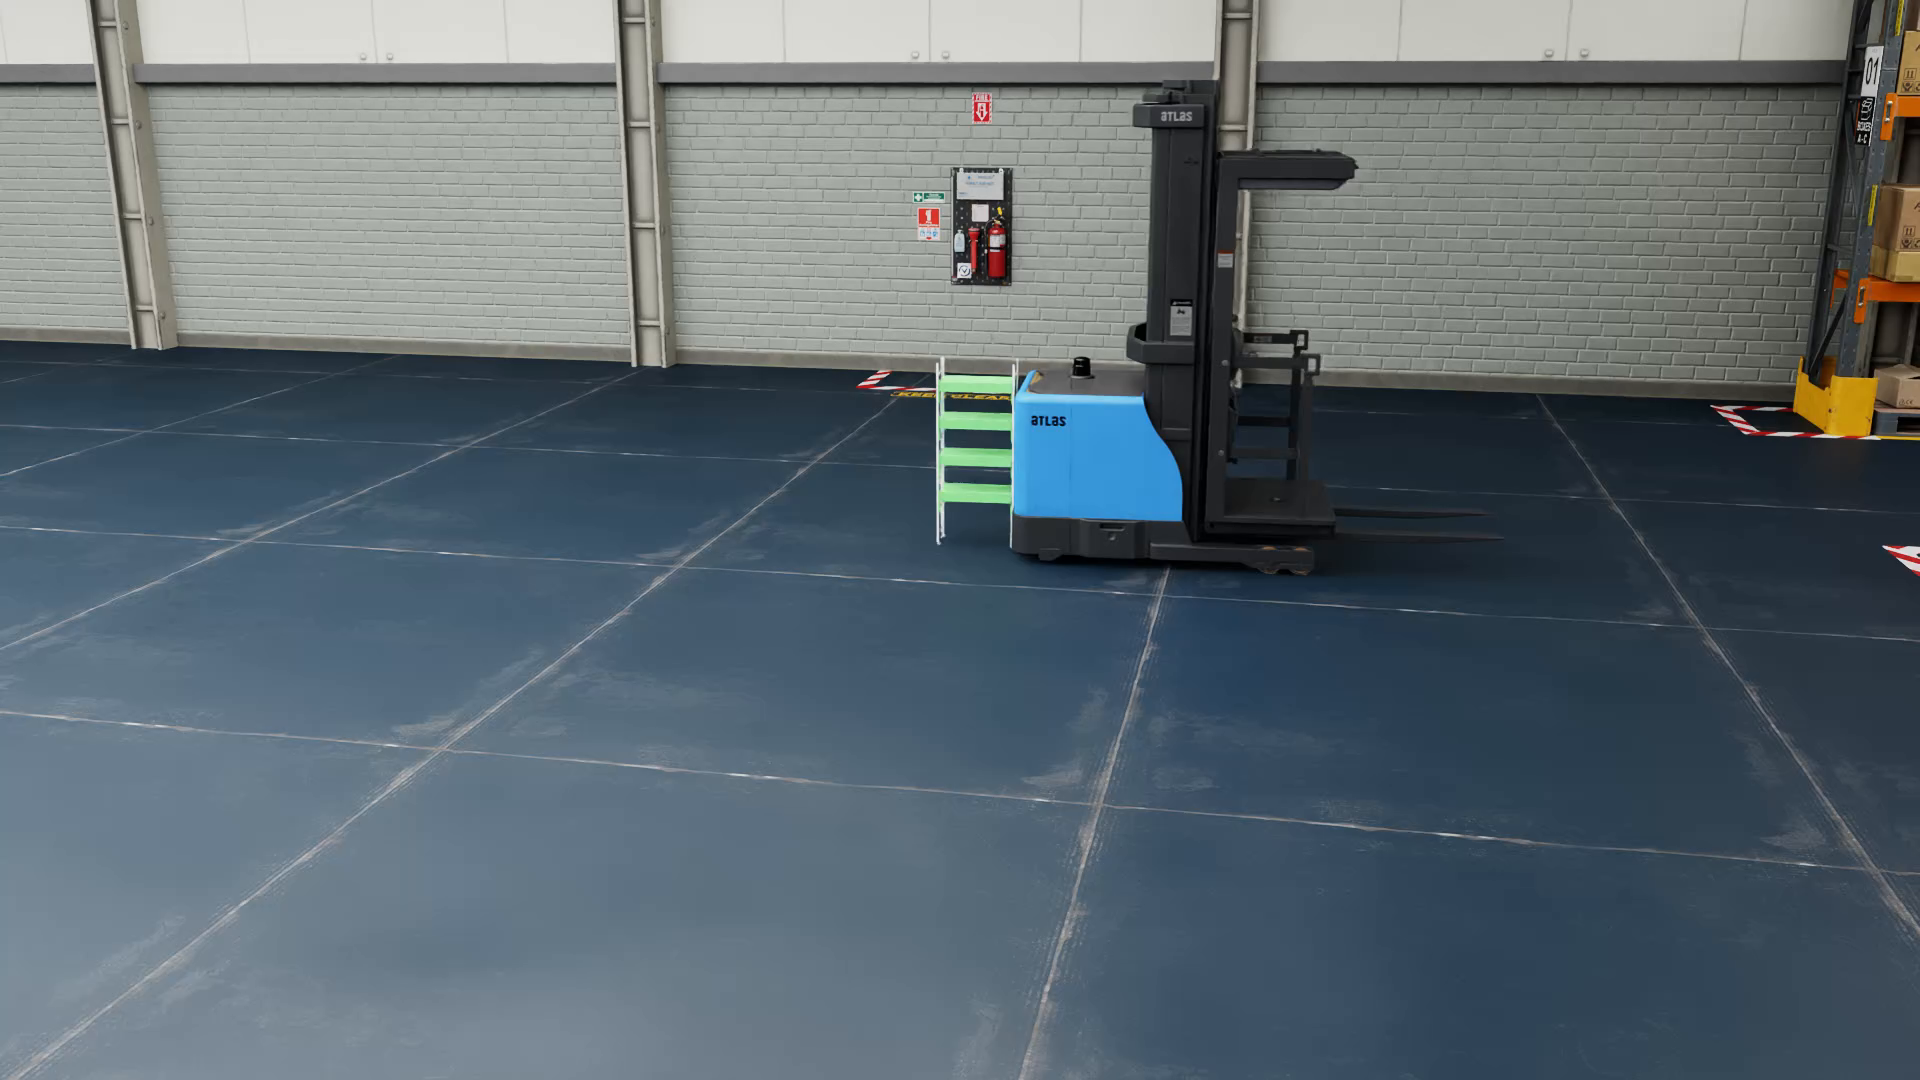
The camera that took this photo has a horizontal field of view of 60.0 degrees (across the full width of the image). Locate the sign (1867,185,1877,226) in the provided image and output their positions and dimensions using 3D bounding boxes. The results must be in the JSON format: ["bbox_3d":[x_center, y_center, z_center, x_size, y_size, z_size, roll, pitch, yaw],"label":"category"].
[{"bbox_3d":[7.532,-2.765,13.732,0.005,0.325,0.100,3,16,11],"label":"sign"}]

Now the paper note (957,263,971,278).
[{"bbox_3d":[0.045,-2.742,16.922,0.142,0.148,0.016,3,16,11],"label":"paper note"}]

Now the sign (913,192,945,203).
[{"bbox_3d":[-0.314,-3.465,16.824,0.331,0.109,0.001,3,16,11],"label":"sign"}]

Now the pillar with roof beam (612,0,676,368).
[{"bbox_3d":[-4.119,-5.082,12.481,0.400,9.000,9.100,3,16,11],"label":"pillar with roof beam"}]

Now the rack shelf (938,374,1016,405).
[{"bbox_3d":[0.113,-0.969,10.683,0.480,0.148,0.258,2,16,7],"label":"rack shelf"}]

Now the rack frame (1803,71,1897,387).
[{"bbox_3d":[7.640,-2.489,14.360,0.127,3.000,1.000,3,16,11],"label":"rack frame"}]

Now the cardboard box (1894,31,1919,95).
[{"bbox_3d":[7.918,-3.910,13.643,0.500,0.500,0.500,4,16,13],"label":"cardboard box"}]

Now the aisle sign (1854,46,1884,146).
[{"bbox_3d":[7.509,-3.668,13.743,0.004,0.787,0.394,3,16,11],"label":"aisle sign"}]

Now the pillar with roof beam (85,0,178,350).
[{"bbox_3d":[-9.999,-5.401,13.633,0.400,9.000,9.100,3,16,11],"label":"pillar with roof beam"}]

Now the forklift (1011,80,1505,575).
[{"bbox_3d":[1.881,-1.347,10.366,3.031,2.935,1.130,2,16,7],"label":"forklift"}]

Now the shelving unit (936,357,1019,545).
[{"bbox_3d":[0.113,-0.568,10.794,0.503,1.200,0.258,2,16,7],"label":"shelving unit"}]

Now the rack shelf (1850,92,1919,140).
[{"bbox_3d":[9.600,-3.482,13.672,4.000,0.370,1.077,3,16,11],"label":"rack shelf"}]

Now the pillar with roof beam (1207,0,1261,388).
[{"bbox_3d":[1.760,-4.763,11.328,0.400,9.000,9.100,3,16,11],"label":"pillar with roof beam"}]

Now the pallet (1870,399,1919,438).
[{"bbox_3d":[8.503,-1.089,14.528,1.213,0.211,1.003,3,16,11],"label":"pallet"}]

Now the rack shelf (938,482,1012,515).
[{"bbox_3d":[0.113,-0.275,10.875,0.480,0.148,0.258,2,16,7],"label":"rack shelf"}]

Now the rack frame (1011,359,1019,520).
[{"bbox_3d":[0.355,-0.559,10.764,0.015,1.200,0.240,2,16,7],"label":"rack frame"}]

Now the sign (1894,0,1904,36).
[{"bbox_3d":[7.532,-4.214,13.330,0.005,0.325,0.100,3,16,11],"label":"sign"}]

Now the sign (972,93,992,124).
[{"bbox_3d":[0.216,-4.283,16.492,0.199,0.298,0.001,3,16,11],"label":"sign"}]

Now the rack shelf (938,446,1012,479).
[{"bbox_3d":[0.113,-0.506,10.811,0.480,0.148,0.258,2,16,7],"label":"rack shelf"}]

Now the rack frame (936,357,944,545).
[{"bbox_3d":[-0.129,-0.576,10.824,0.015,1.200,0.240,2,16,7],"label":"rack frame"}]

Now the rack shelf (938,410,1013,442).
[{"bbox_3d":[0.113,-0.737,10.747,0.480,0.148,0.258,2,16,7],"label":"rack shelf"}]

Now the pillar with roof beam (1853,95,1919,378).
[{"bbox_3d":[7.640,-4.443,10.176,0.400,9.000,9.100,3,16,11],"label":"pillar with roof beam"}]

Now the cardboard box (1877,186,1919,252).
[{"bbox_3d":[8.048,-2.684,13.902,0.500,0.500,0.500,3,16,11],"label":"cardboard box"}]

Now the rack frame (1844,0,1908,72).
[{"bbox_3d":[7.640,-5.381,13.559,0.127,3.000,1.000,3,16,11],"label":"rack frame"}]

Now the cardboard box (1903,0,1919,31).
[{"bbox_3d":[7.969,-4.391,13.507,0.500,0.500,0.500,2,16,7],"label":"cardboard box"}]

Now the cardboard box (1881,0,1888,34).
[{"bbox_3d":[8.114,-4.520,13.974,0.500,0.500,0.500,4,16,14],"label":"cardboard box"}]

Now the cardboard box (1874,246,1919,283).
[{"bbox_3d":[8.055,-2.318,13.984,0.500,0.250,0.500,3,16,9],"label":"cardboard box"}]

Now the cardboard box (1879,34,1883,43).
[{"bbox_3d":[8.099,-4.037,14.103,0.500,0.500,0.500,4,16,15],"label":"cardboard box"}]

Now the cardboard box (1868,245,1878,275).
[{"bbox_3d":[8.136,-2.453,14.471,0.500,0.250,0.500,3,16,12],"label":"cardboard box"}]

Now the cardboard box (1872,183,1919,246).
[{"bbox_3d":[8.144,-2.819,14.387,0.500,0.500,0.500,3,16,10],"label":"cardboard box"}]

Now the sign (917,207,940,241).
[{"bbox_3d":[-0.317,-3.213,16.904,0.234,0.329,0.001,3,16,11],"label":"sign"}]

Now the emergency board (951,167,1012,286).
[{"bbox_3d":[0.204,-3.139,16.705,0.643,1.169,0.194,3,16,11],"label":"emergency board"}]

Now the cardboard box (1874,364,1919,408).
[{"bbox_3d":[8.300,-1.345,14.442,0.500,0.311,0.500,1,16,5],"label":"cardboard box"}]

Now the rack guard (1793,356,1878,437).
[{"bbox_3d":[7.714,-1.281,14.679,0.348,0.500,1.175,3,16,11],"label":"rack guard"}]

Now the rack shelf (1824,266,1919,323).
[{"bbox_3d":[9.600,-2.036,14.072,4.000,0.370,1.077,3,16,11],"label":"rack shelf"}]
